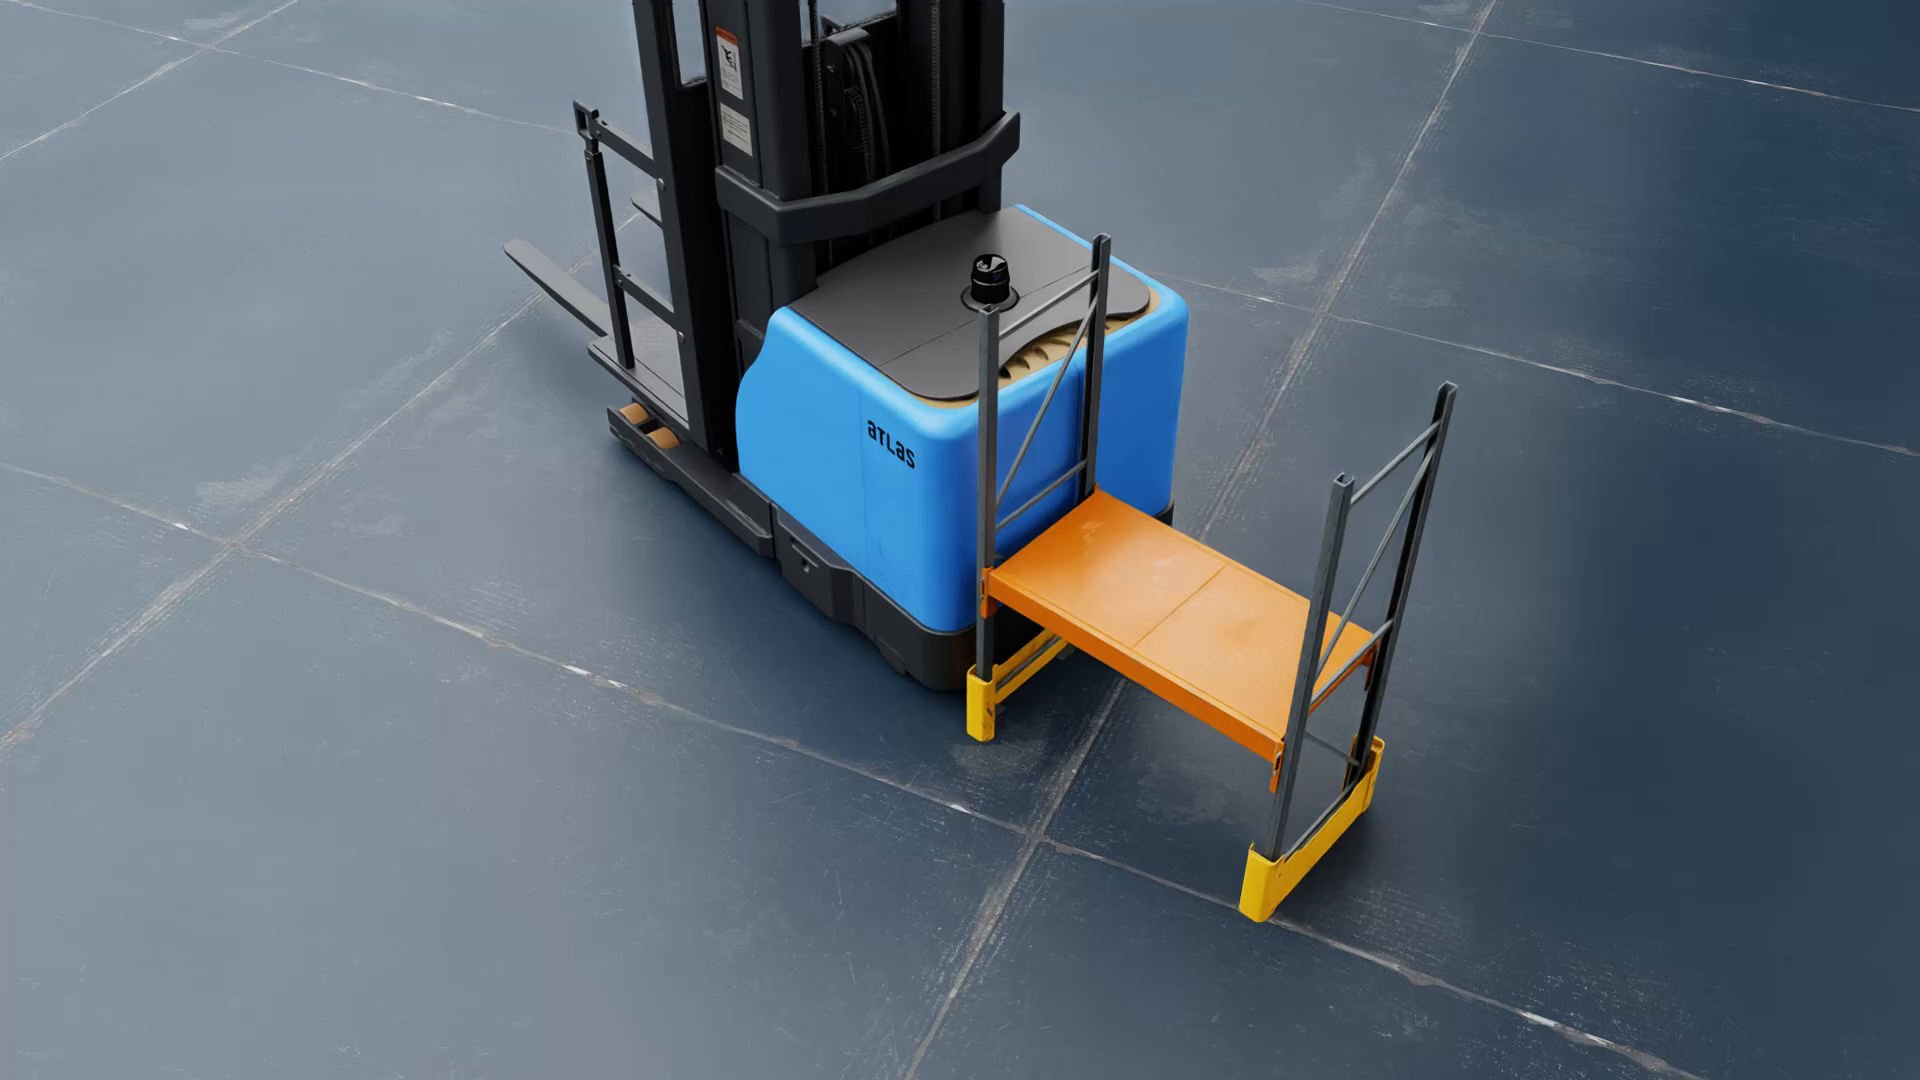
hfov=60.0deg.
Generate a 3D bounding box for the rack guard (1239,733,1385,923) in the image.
[{"bbox_3d":[0.984,0.795,4.642,0.087,0.250,0.587,30,49,30],"label":"rack guard"}]

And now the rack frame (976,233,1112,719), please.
[{"bbox_3d":[0.223,-0.118,4.741,0.032,1.500,0.500,30,49,30],"label":"rack frame"}]

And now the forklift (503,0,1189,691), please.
[{"bbox_3d":[-0.637,-1.538,5.287,1.130,2.935,3.031,-29,49,-29],"label":"forklift"}]

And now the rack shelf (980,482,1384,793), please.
[{"bbox_3d":[0.604,0.239,4.604,1.000,0.185,0.538,30,49,30],"label":"rack shelf"}]

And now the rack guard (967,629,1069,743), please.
[{"bbox_3d":[0.238,0.363,5.140,0.087,0.250,0.587,30,49,30],"label":"rack guard"}]

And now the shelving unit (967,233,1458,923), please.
[{"bbox_3d":[0.611,0.107,4.482,1.083,1.500,0.587,30,49,30],"label":"shelving unit"}]

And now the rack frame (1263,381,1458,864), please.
[{"bbox_3d":[0.985,0.323,4.232,0.032,1.500,0.500,30,49,30],"label":"rack frame"}]
